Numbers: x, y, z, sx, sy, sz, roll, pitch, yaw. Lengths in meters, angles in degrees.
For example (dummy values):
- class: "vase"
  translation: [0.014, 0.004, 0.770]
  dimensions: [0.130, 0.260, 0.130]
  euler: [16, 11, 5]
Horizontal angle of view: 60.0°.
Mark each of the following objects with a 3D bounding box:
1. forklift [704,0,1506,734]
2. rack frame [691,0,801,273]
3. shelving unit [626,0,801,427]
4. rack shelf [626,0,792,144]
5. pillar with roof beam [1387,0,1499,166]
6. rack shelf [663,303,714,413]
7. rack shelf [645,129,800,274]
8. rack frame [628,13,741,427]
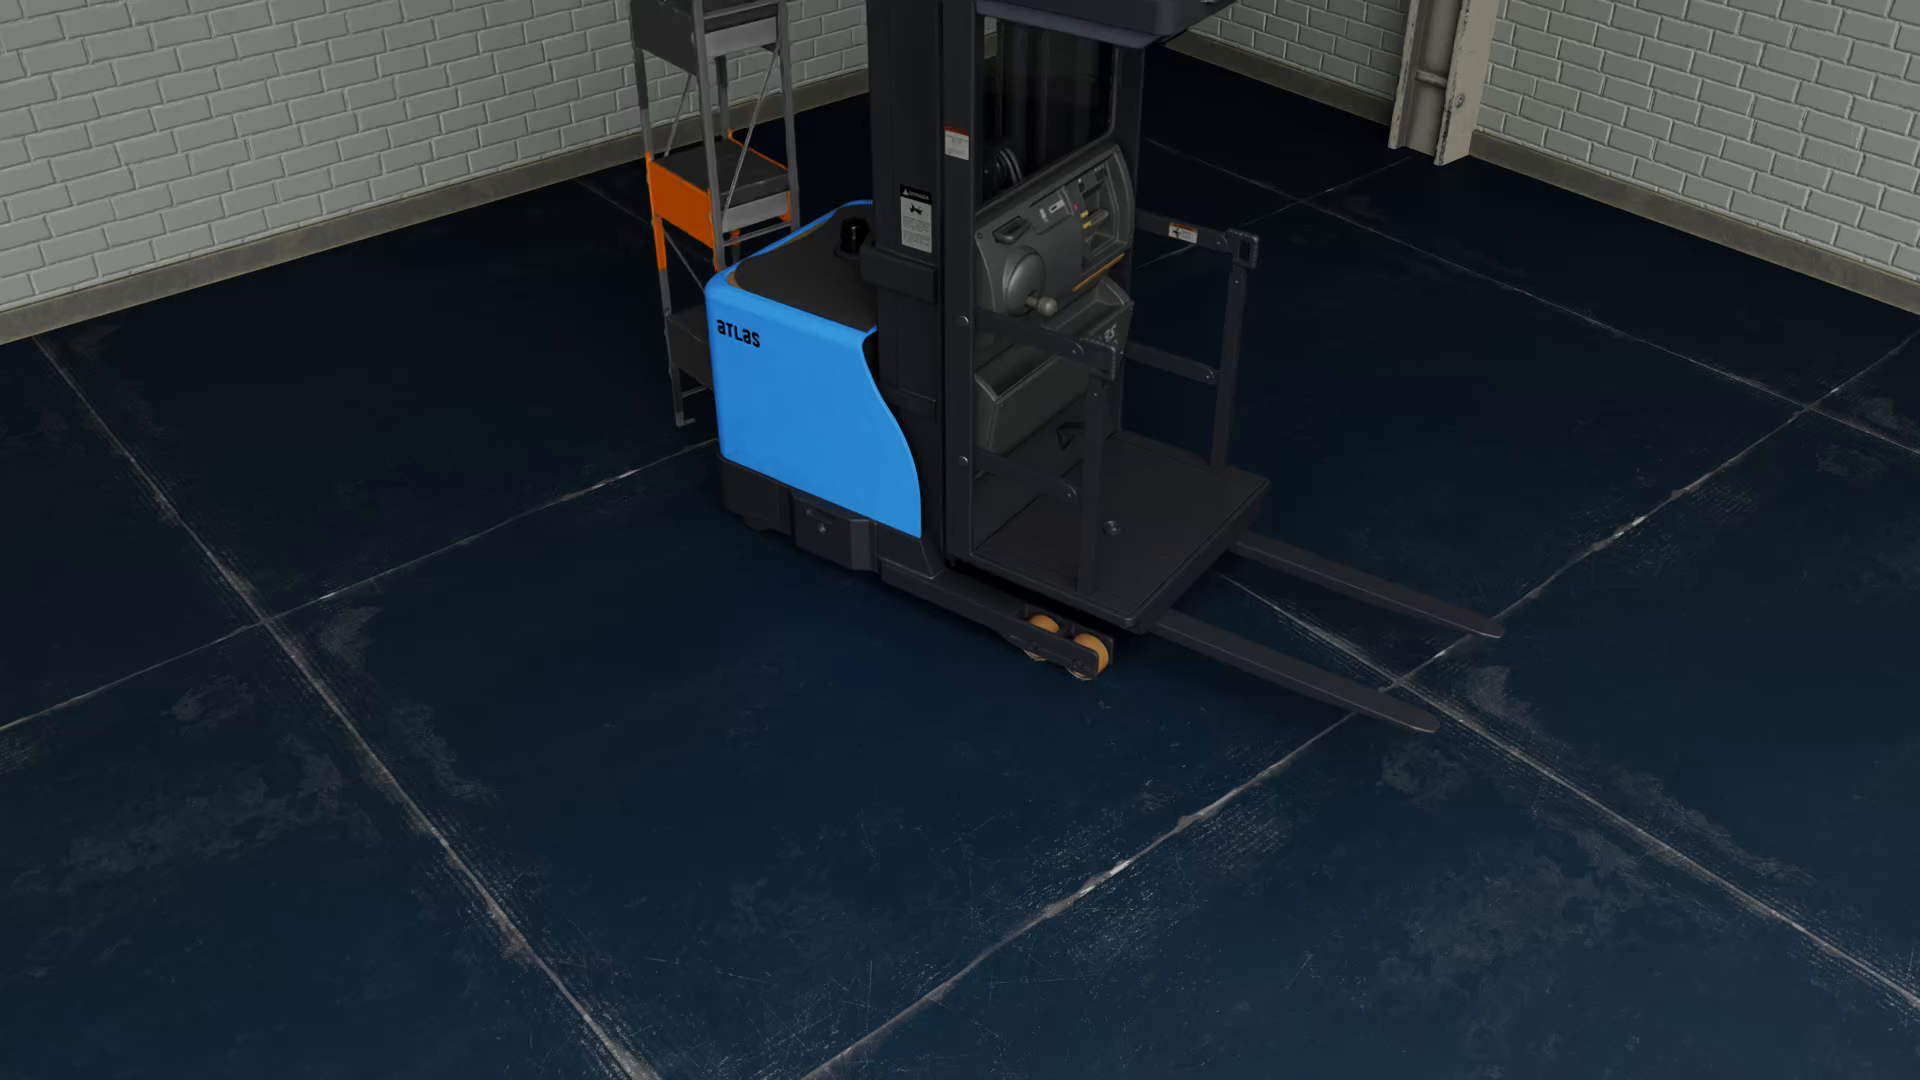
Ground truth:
- class: "forklift"
  translation: [0.511, -1.039, 5.682]
  dimensions: [3.031, 2.935, 1.130]
  euler: [22, 41, 28]
- class: "rack frame"
  translation: [-0.808, -1.224, 6.658]
  dimensions: [0.400, 2.100, 0.015]
  euler: [-25, 42, -31]
- class: "shelving unit"
  translation: [-0.963, -1.333, 6.813]
  dimensions: [0.431, 2.100, 0.503]
  euler: [-25, 42, -31]
- class: "rack shelf"
  translation: [-0.964, -1.894, 6.418]
  dimensions: [0.431, 0.518, 0.480]
  euler: [-25, 42, -31]
- class: "pillar with roof beam"
  translation: [-0.442, -4.436, 5.227]
  dimensions: [9.100, 9.000, 0.400]
  euler: [-26, 43, -32]
- class: "rack shelf"
  translation: [-0.961, -0.749, 7.224]
  dimensions: [0.431, 0.518, 0.480]
  euler: [-25, 42, -31]
- class: "rack shelf"
  translation: [-0.963, -1.322, 6.821]
  dimensions: [0.431, 0.518, 0.480]
  euler: [-25, 42, -31]
- class: "rack frame"
  translation: [-1.117, -1.441, 6.968]
  dimensions: [0.400, 2.100, 0.015]
  euler: [-25, 42, -31]
